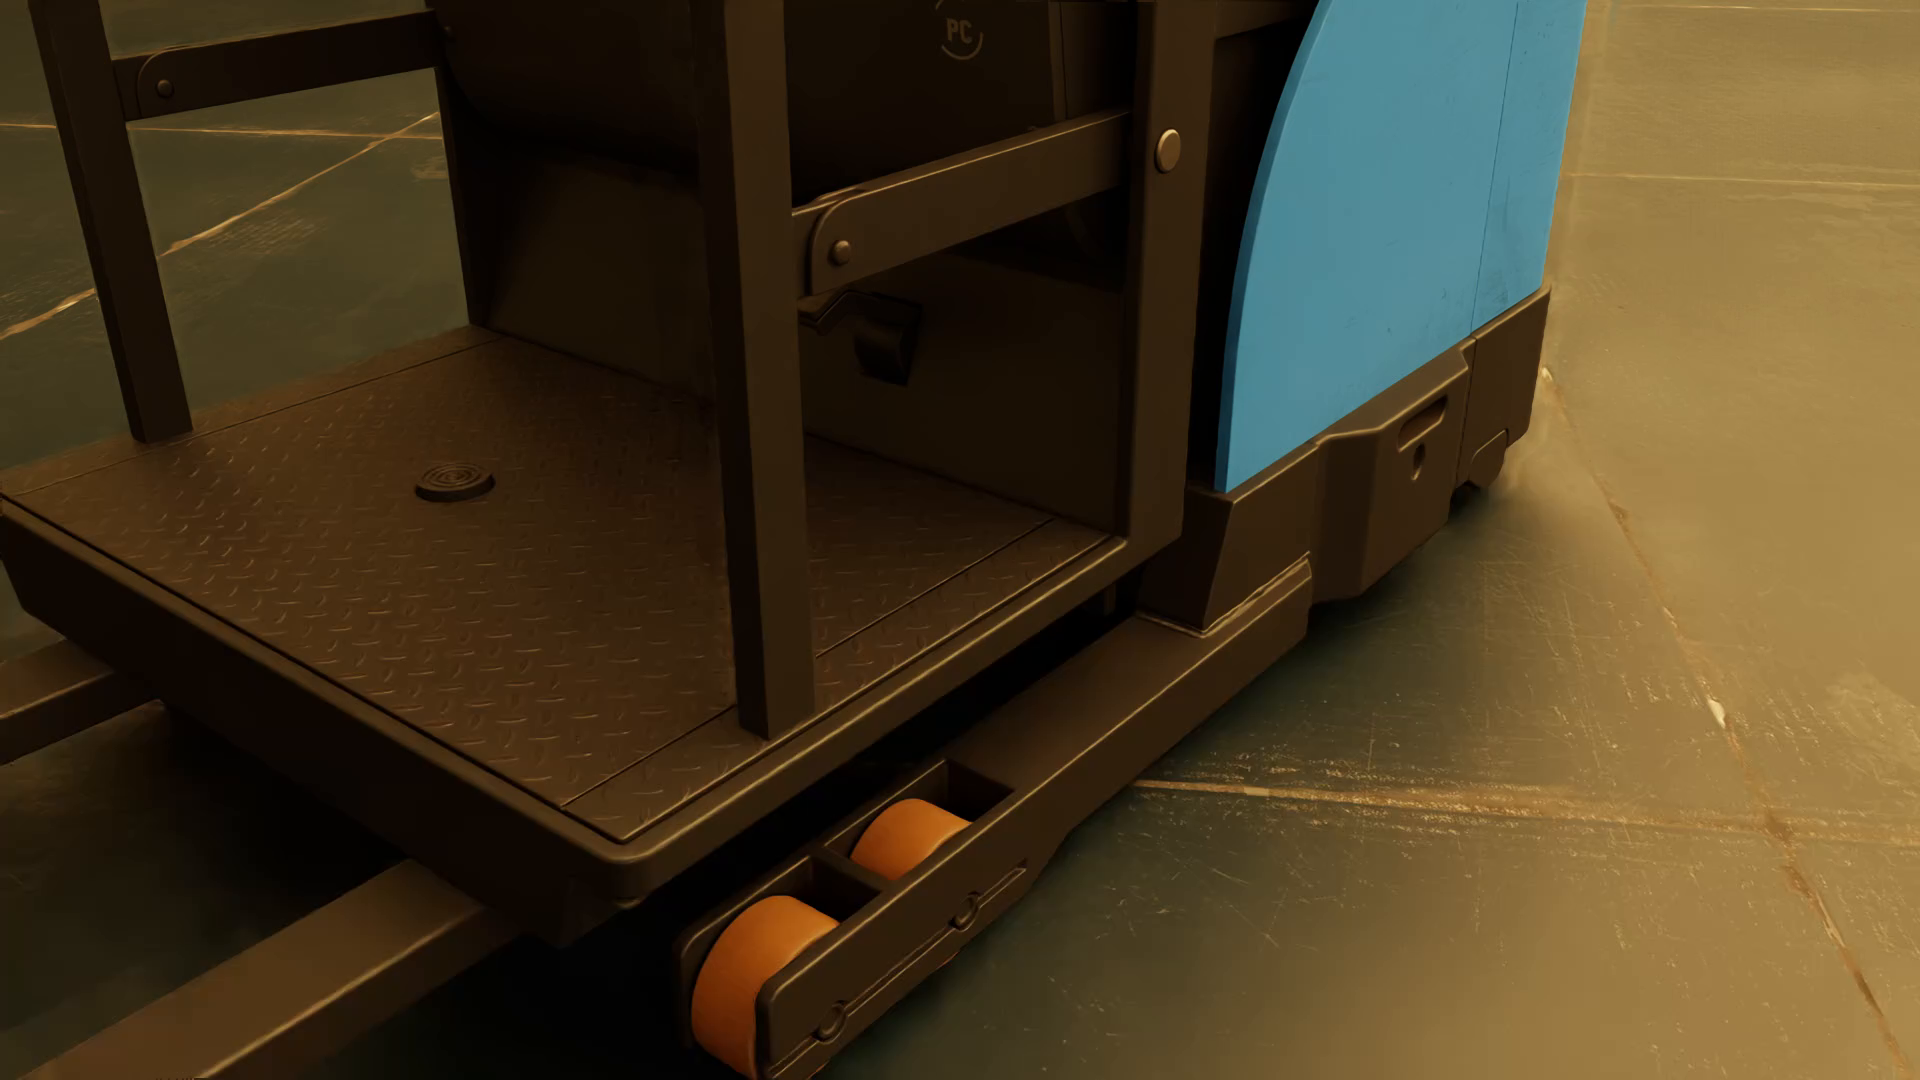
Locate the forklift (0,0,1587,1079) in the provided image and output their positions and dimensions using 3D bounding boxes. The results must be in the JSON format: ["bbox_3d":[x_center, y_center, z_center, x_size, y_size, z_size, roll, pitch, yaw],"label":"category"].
[{"bbox_3d":[-0.377,-1.068,1.357,1.130,2.935,3.031,19,32,34],"label":"forklift"}]
